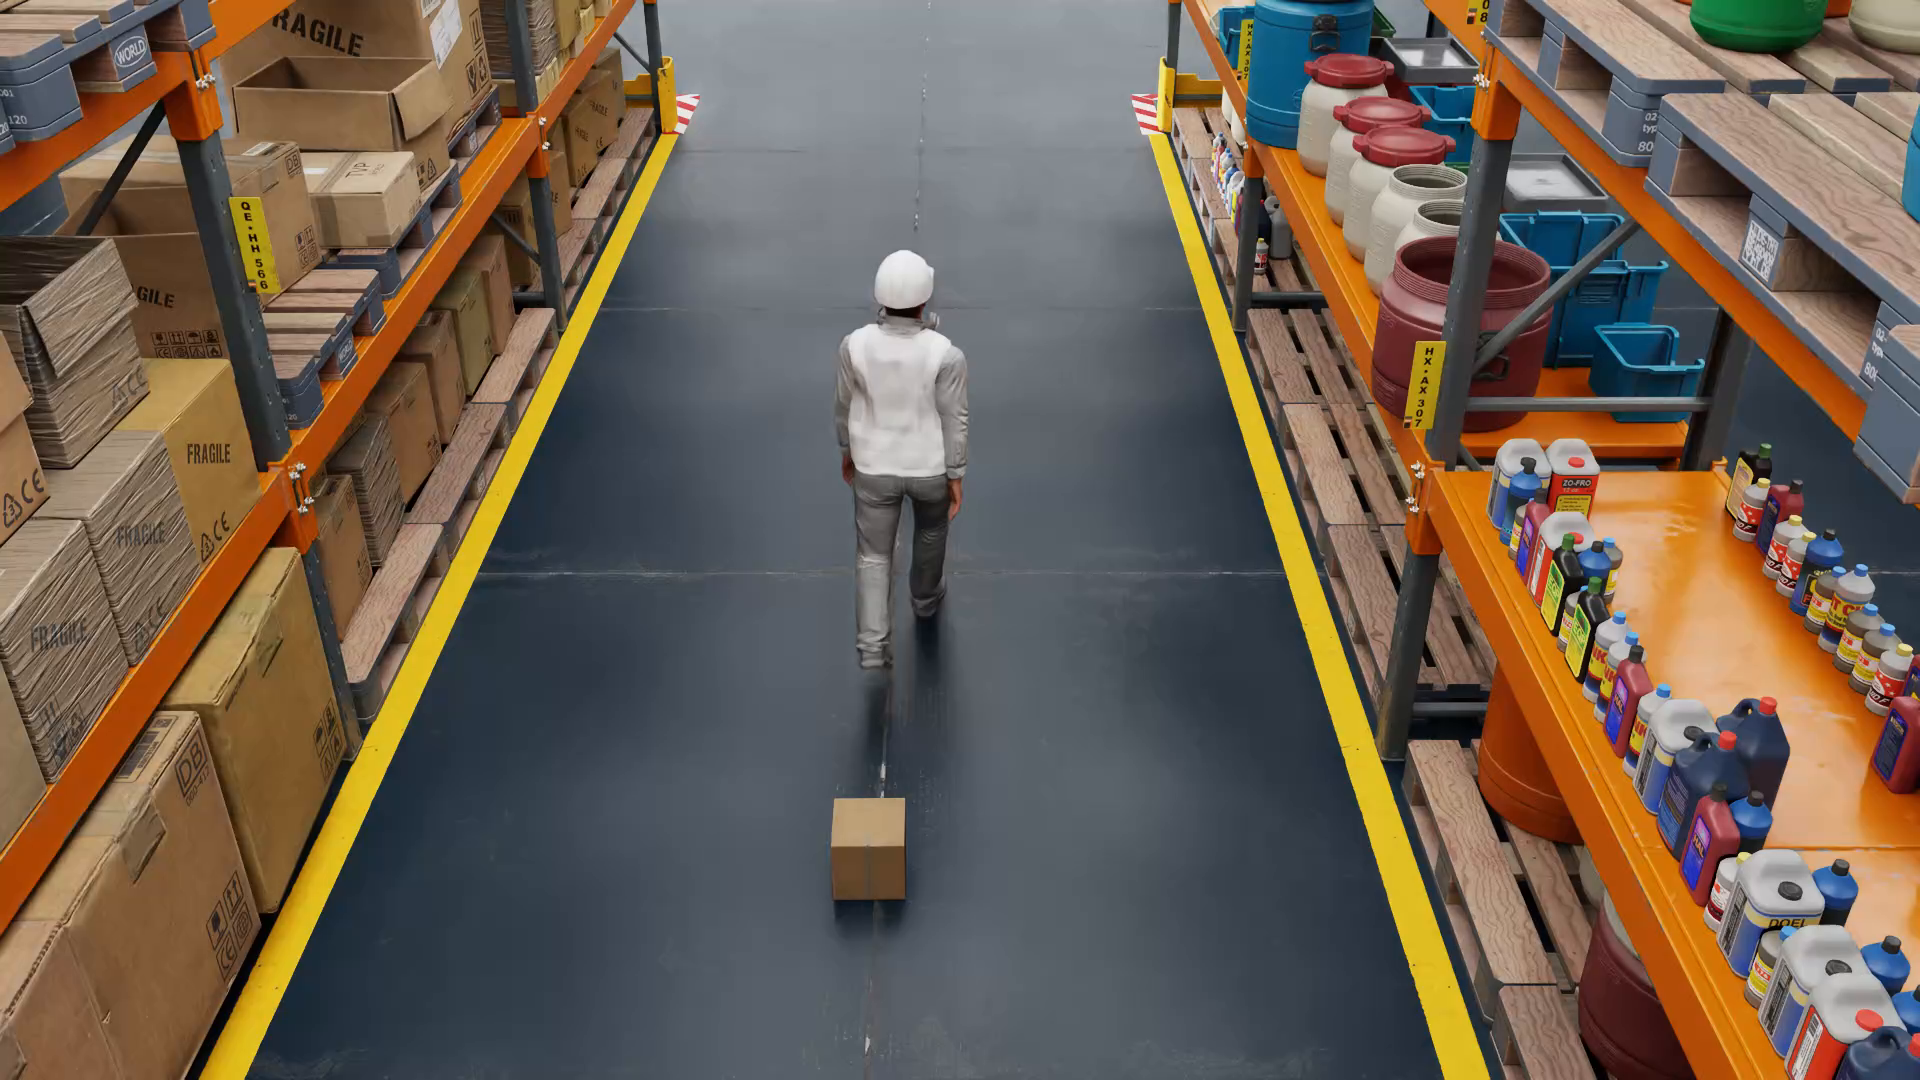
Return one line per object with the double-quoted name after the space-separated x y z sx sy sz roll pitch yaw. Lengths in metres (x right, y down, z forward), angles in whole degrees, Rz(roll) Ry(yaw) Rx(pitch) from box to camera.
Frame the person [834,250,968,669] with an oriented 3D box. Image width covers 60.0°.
-0.233 -0.304 6.613 0.540 1.741 0.960 3 31 4 "person"
